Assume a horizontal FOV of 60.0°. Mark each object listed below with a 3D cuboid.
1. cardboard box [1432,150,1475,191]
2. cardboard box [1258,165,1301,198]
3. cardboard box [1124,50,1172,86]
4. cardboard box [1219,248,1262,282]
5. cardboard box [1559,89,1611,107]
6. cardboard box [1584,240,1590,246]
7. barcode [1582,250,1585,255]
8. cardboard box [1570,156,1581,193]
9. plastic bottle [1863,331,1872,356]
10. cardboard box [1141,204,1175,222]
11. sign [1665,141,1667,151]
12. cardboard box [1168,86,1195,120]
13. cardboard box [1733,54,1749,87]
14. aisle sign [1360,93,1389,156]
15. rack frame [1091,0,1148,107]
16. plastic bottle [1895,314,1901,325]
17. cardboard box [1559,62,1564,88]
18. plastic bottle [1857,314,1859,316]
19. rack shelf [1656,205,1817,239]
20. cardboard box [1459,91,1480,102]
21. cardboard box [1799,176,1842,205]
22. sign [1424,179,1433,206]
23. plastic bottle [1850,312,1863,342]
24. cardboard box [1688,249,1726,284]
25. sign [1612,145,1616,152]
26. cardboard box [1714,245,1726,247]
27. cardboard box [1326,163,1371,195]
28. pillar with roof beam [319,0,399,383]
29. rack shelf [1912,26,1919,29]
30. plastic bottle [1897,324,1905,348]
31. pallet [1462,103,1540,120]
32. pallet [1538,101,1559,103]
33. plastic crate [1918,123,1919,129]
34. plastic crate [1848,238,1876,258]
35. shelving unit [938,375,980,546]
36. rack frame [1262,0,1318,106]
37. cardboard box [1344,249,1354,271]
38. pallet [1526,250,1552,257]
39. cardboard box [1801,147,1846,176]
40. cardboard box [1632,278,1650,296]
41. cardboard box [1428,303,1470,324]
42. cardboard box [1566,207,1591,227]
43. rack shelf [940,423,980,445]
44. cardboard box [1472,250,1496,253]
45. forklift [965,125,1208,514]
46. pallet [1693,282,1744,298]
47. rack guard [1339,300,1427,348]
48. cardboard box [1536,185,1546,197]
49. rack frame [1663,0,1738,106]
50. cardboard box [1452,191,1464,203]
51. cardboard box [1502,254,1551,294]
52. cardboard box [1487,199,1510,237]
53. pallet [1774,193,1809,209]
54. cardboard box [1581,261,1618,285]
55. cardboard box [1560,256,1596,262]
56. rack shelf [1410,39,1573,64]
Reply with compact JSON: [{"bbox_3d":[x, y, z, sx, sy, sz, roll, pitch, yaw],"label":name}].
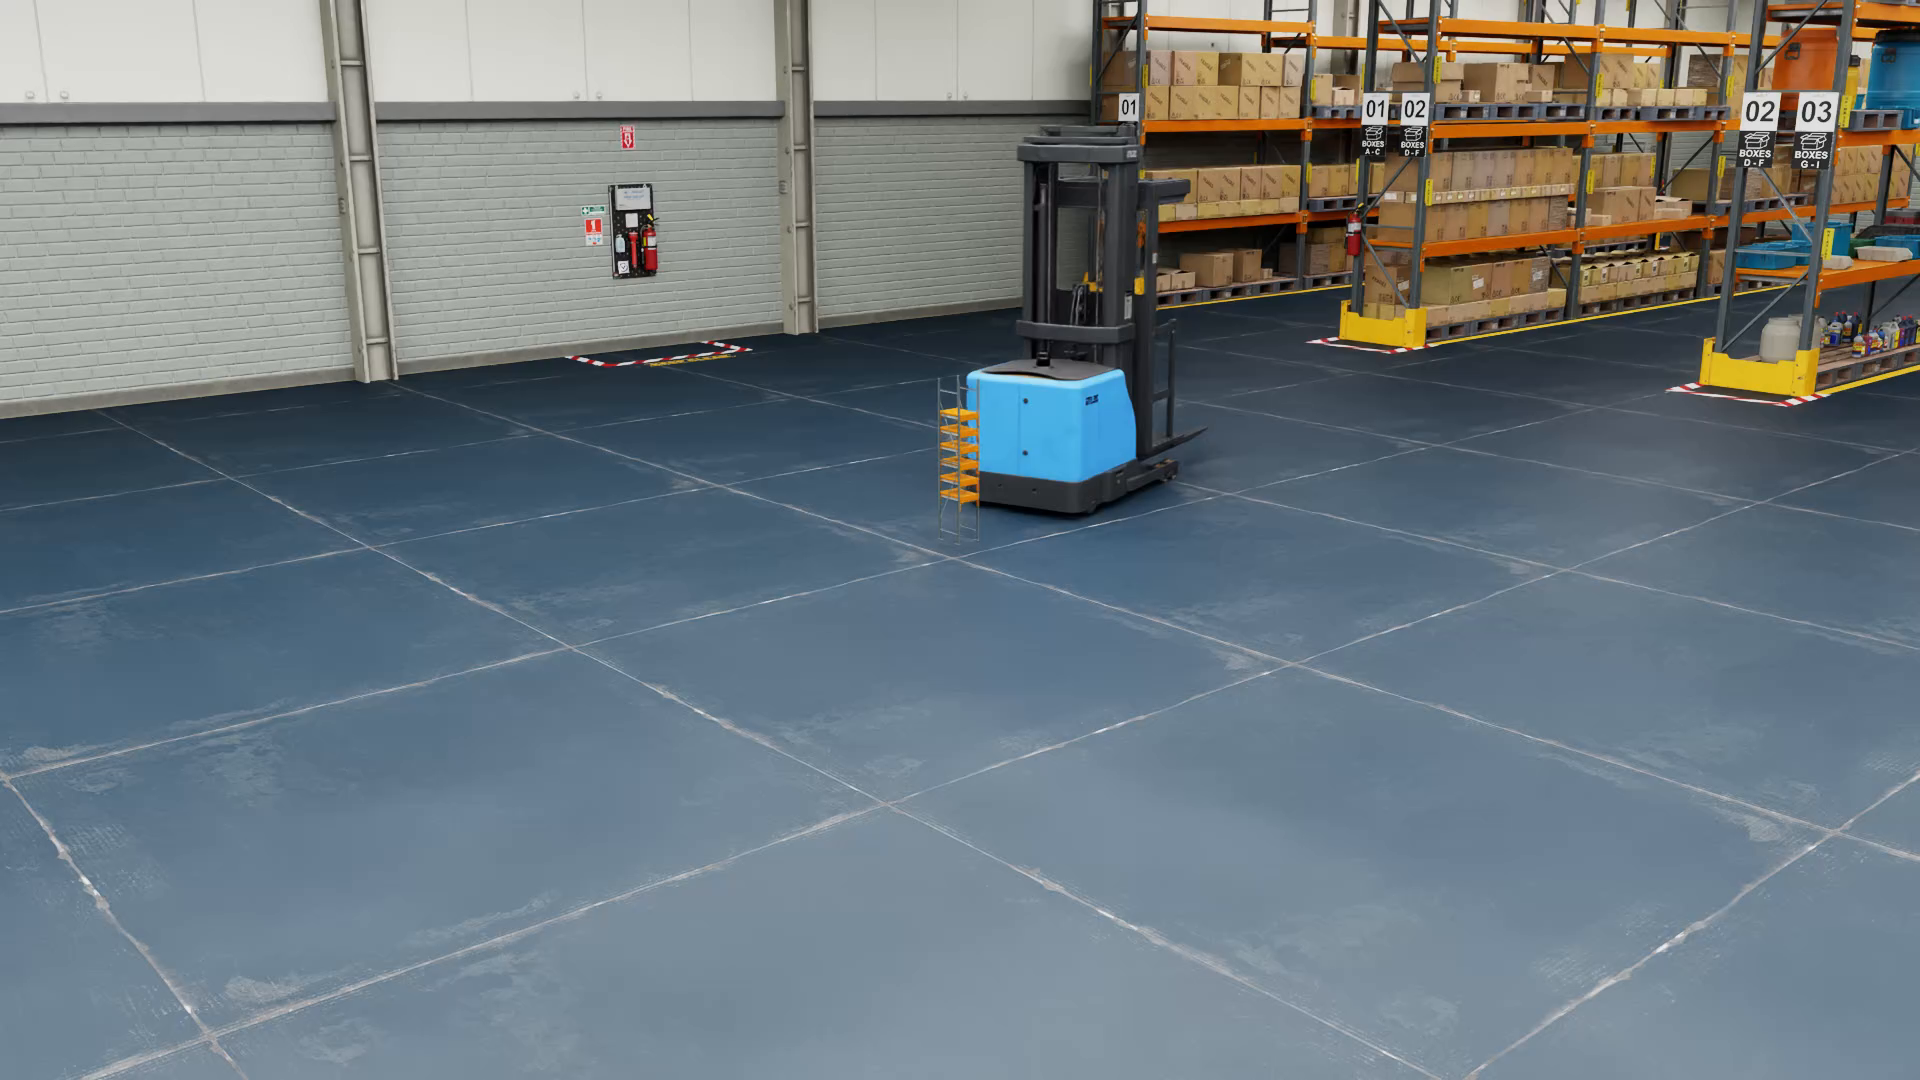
[{"bbox_3d":[6.411,-4.936,22.209,0.500,0.500,0.700,-13,20,-41],"label":"cardboard box"},{"bbox_3d":[5.226,-5.886,27.271,0.500,0.500,0.500,-13,20,-39],"label":"cardboard box"},{"bbox_3d":[2.813,-7.057,24.876,0.500,0.500,0.500,14,21,43],"label":"cardboard box"},{"bbox_3d":[4.623,-4.548,27.455,0.500,0.500,0.500,14,21,43],"label":"cardboard box"},{"bbox_3d":[9.106,-6.445,24.230,0.500,0.250,0.500,-10,18,-34],"label":"cardboard box"},{"bbox_3d":[12.428,-6.268,33.934,0.500,0.500,0.700,-13,20,-40],"label":"cardboard box"},{"bbox_3d":[9.100,-4.194,24.269,0.075,0.075,0.001,-13,19,-39],"label":"barcode"},{"bbox_3d":[11.835,-7.316,33.244,0.700,0.700,0.980,-12,19,-39],"label":"cardboard box"},{"bbox_3d":[10.621,-2.302,19.466,0.133,0.283,0.061,-12,19,-38],"label":"plastic bottle"},{"bbox_3d":[2.939,-5.007,25.435,0.500,0.250,0.500,-13,20,-41],"label":"cardboard box"},{"bbox_3d":[14.778,-8.325,34.903,0.005,0.325,0.100,-13,19,-39],"label":"sign"},{"bbox_3d":[3.208,-6.648,25.282,0.500,0.500,0.500,-11,19,-36],"label":"cardboard box"},{"bbox_3d":[12.370,-7.580,26.872,0.500,0.500,0.500,-13,19,-39],"label":"cardboard box"},{"bbox_3d":[5.375,-5.387,21.569,0.004,0.787,0.394,-13,19,-39],"label":"aisle sign"},{"bbox_3d":[2.363,-7.947,24.566,0.127,3.000,1.000,-13,19,-39],"label":"rack frame"},{"bbox_3d":[11.492,-2.594,20.428,0.185,0.351,0.144,-13,19,-39],"label":"plastic bottle"},{"bbox_3d":[12.137,-9.138,32.666,0.500,0.500,0.500,-13,20,-40],"label":"cardboard box"},{"bbox_3d":[11.355,-2.724,21.069,0.097,0.271,0.097,0,15,0],"label":"plastic bottle"},{"bbox_3d":[13.161,-5.432,28.167,4.000,0.370,1.077,-13,19,-39],"label":"rack shelf"},{"bbox_3d":[6.620,-5.849,21.922,0.250,0.149,0.380,-13,19,-39],"label":"cardboard box"},{"bbox_3d":[15.233,-6.200,29.454,0.500,0.500,0.500,-12,19,-38],"label":"cardboard box"},{"bbox_3d":[5.977,-4.433,21.202,0.005,0.325,0.100,-13,19,-39],"label":"sign"},{"bbox_3d":[11.097,-2.647,20.627,0.185,0.351,0.144,-13,19,-39],"label":"plastic bottle"},{"bbox_3d":[12.183,-4.467,27.152,0.500,0.500,0.500,-12,19,-37],"label":"cardboard box"},{"bbox_3d":[14.073,-8.325,35.773,0.005,0.325,0.100,-13,19,-39],"label":"sign"},{"bbox_3d":[12.594,-4.737,28.163,0.500,0.500,0.500,-14,20,-41],"label":"cardboard box"},{"bbox_3d":[6.689,-6.278,28.894,0.500,0.500,0.700,-10,18,-32],"label":"cardboard box"},{"bbox_3d":[-3.904,-5.363,14.892,0.400,9.000,9.100,-13,19,-39],"label":"pillar with roof beam"},{"bbox_3d":[13.392,-6.494,21.295,4.000,0.370,1.077,-13,19,-39],"label":"rack shelf"},{"bbox_3d":[11.346,-2.465,20.076,0.133,0.283,0.061,-11,19,-36],"label":"plastic bottle"},{"bbox_3d":[7.088,-5.814,22.563,1.213,0.211,1.003,-13,19,-39],"label":"pallet"},{"bbox_3d":[12.039,-8.625,33.086,1.213,0.211,1.003,-13,19,-39],"label":"pallet"},{"bbox_3d":[10.938,-4.769,18.990,0.396,0.136,0.243,-13,19,-39],"label":"plastic crate"},{"bbox_3d":[10.674,-3.521,20.028,0.662,0.188,0.450,-13,19,-39],"label":"plastic crate"},{"bbox_3d":[-0.011,-0.577,12.086,0.189,1.200,0.258,-13,19,-39],"label":"shelving unit"},{"bbox_3d":[5.380,-8.625,27.102,0.127,3.000,1.000,-13,19,-39],"label":"rack frame"},{"bbox_3d":[6.693,-5.035,29.280,0.500,0.500,0.700,-12,19,-39],"label":"cardboard box"},{"bbox_3d":[10.883,-5.589,32.766,1.213,0.211,1.003,-13,19,-39],"label":"pallet"},{"bbox_3d":[15.210,-6.675,29.294,0.500,0.500,0.500,-12,19,-38],"label":"cardboard box"},{"bbox_3d":[10.261,-3.918,25.620,0.500,0.250,0.500,-12,19,-38],"label":"cardboard box"},{"bbox_3d":[6.543,-3.093,22.530,0.500,0.250,0.500,-13,19,-39],"label":"cardboard box"},{"bbox_3d":[8.977,-4.782,24.632,0.500,0.250,0.500,-11,19,-36],"label":"cardboard box"},{"bbox_3d":[-0.011,-0.766,12.036,0.180,0.103,0.258,-13,19,-39],"label":"rack shelf"},{"bbox_3d":[9.703,-5.815,31.558,0.750,0.750,0.750,-13,20,-40],"label":"cardboard box"},{"bbox_3d":[1.220,-1.949,13.866,1.130,2.935,3.031,9,17,29],"label":"forklift"},{"bbox_3d":[12.240,-4.212,27.611,1.213,0.211,1.003,-13,19,-39],"label":"pallet"},{"bbox_3d":[5.599,-2.874,22.039,0.348,0.500,1.175,-13,19,-39],"label":"rack guard"},{"bbox_3d":[7.989,-4.906,23.353,0.250,0.149,0.380,-13,20,-39],"label":"cardboard box"},{"bbox_3d":[11.652,-8.339,26.031,0.127,3.000,1.000,-13,19,-39],"label":"rack frame"},{"bbox_3d":[6.441,-4.559,22.054,0.250,0.149,0.380,-13,19,-39],"label":"cardboard box"},{"bbox_3d":[8.043,-3.796,23.710,0.500,0.500,0.500,-13,19,-39],"label":"cardboard box"},{"bbox_3d":[7.144,-4.473,22.989,0.500,0.500,0.700,-12,19,-38],"label":"cardboard box"},{"bbox_3d":[13.995,-5.911,28.940,1.213,0.211,1.003,-13,19,-39],"label":"pallet"},{"bbox_3d":[9.491,-4.014,24.891,0.500,0.311,0.500,-13,20,-40],"label":"cardboard box"},{"bbox_3d":[9.518,-4.206,25.612,0.500,0.311,0.500,-13,20,-40],"label":"cardboard box"},{"bbox_3d":[9.906,-9.101,31.052,4.000,0.370,1.077,-13,19,-39],"label":"rack shelf"}]
